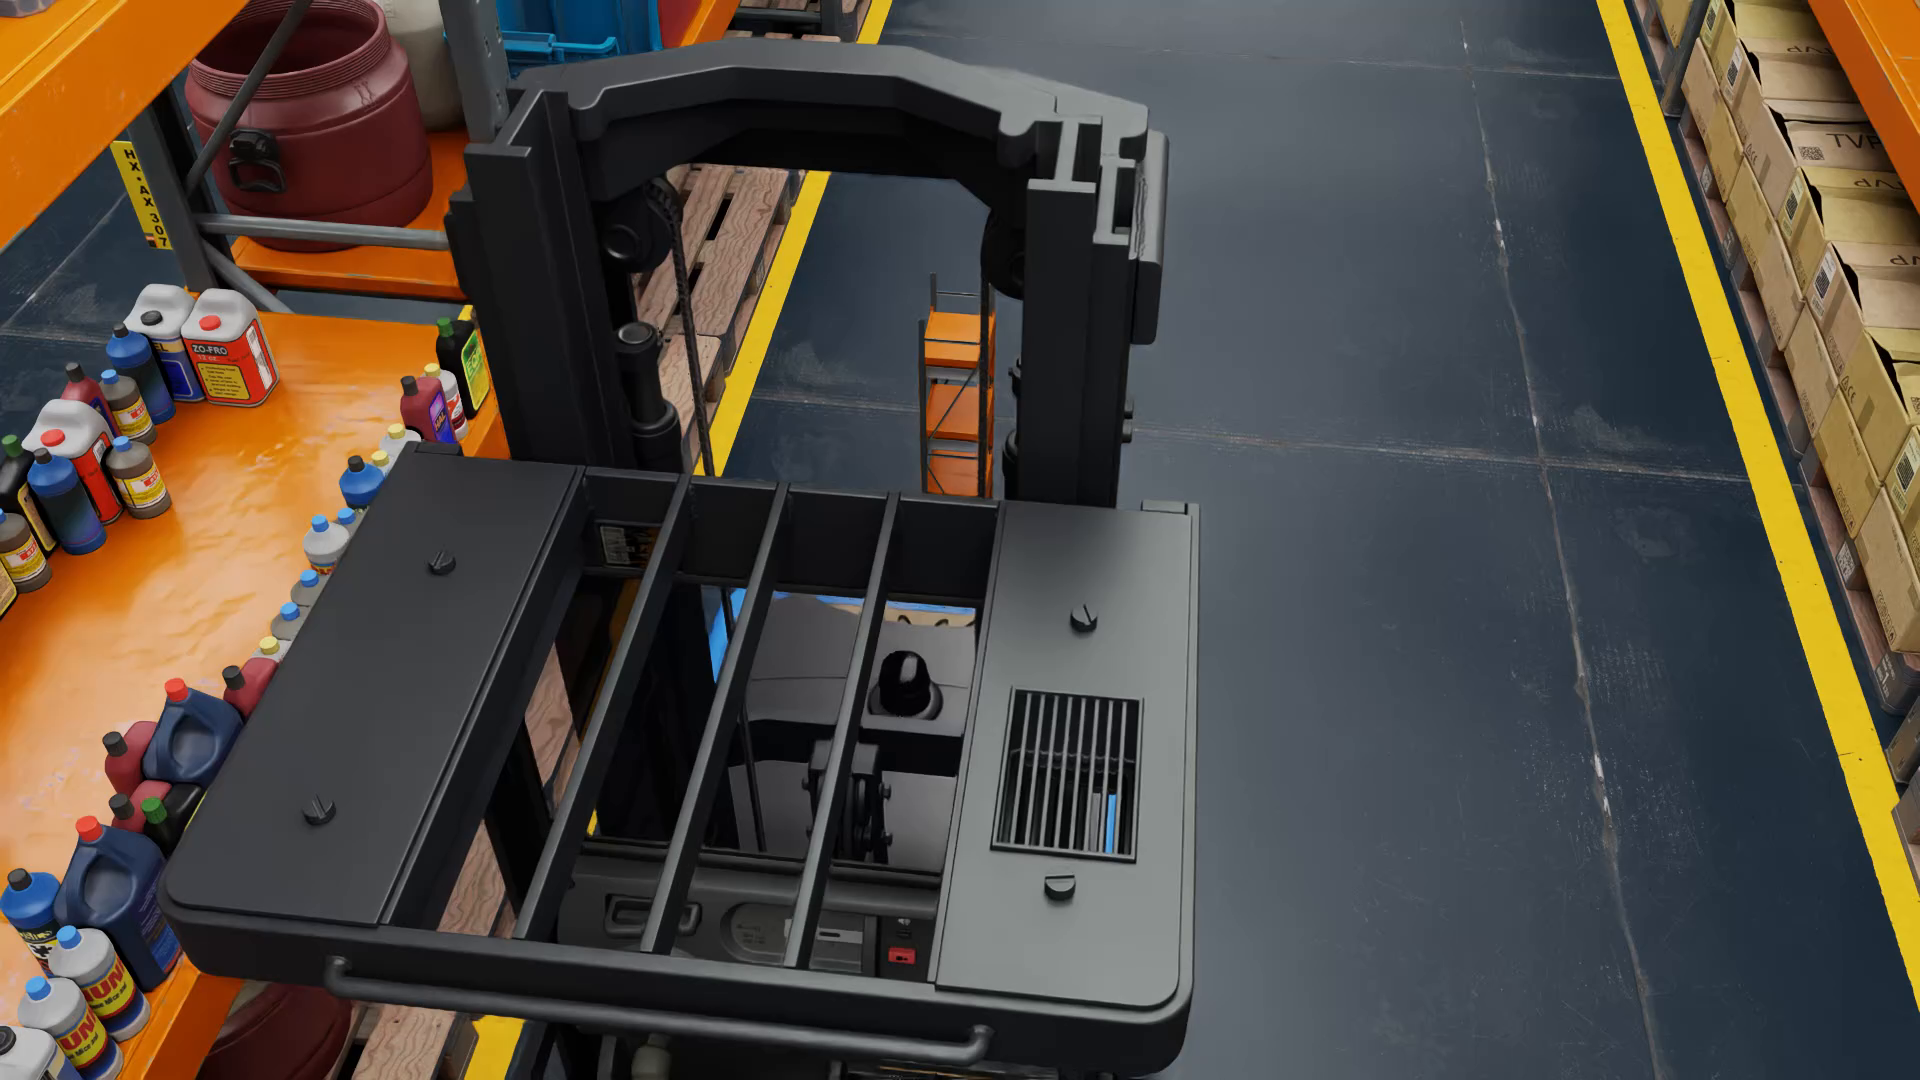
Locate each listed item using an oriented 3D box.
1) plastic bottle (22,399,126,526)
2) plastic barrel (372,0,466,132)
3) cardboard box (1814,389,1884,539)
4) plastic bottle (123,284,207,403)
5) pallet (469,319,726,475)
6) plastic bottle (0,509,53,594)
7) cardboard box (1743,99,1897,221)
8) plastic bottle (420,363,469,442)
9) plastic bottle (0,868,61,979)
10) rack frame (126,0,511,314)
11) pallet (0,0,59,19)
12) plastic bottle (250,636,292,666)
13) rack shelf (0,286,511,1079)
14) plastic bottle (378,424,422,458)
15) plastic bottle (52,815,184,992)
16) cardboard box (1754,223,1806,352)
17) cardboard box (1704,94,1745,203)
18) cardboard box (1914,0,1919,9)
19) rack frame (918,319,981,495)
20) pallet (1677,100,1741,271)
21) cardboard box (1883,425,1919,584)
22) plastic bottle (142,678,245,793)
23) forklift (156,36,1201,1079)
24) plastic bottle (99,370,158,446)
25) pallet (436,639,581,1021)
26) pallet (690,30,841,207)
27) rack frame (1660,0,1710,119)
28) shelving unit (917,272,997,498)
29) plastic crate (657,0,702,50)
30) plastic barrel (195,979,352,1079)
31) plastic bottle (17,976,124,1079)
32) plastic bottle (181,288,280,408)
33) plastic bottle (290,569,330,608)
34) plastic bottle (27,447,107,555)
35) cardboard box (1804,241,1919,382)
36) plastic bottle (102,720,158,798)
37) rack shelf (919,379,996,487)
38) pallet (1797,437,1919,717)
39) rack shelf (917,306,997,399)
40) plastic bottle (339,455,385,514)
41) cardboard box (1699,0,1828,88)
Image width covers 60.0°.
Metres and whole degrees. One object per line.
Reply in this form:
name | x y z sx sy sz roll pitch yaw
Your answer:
plastic bottle | -2.048 -0.180 3.849 0.152 0.276 0.135 5 44 6
plastic barrel | -1.685 -1.567 5.142 0.421 0.512 0.421 0 43 0
cardboard box | 3.193 -0.240 5.516 0.500 0.250 0.500 5 44 5
plastic bottle | -1.986 -0.495 4.182 0.152 0.276 0.135 5 44 6
pallet | -1.468 -0.318 5.932 1.003 0.211 1.213 5 44 6
plastic bottle | -2.108 0.014 3.698 0.097 0.201 0.097 0 43 0
cardboard box | 3.389 -1.484 6.423 0.500 0.311 0.500 4 44 4
plastic bottle | -1.273 -0.342 4.074 0.097 0.201 0.097 0 43 0
plastic bottle | -1.620 0.675 2.950 0.097 0.271 0.097 0 43 0
rack frame | -1.609 -0.806 4.420 1.000 3.000 0.127 5 44 6
pallet | -1.807 -1.314 2.912 1.003 0.211 1.213 5 44 6
plastic bottle | -1.393 0.279 3.418 0.097 0.201 0.097 0 43 0
rack shelf | -1.873 0.818 3.227 1.077 0.370 4.000 5 44 6
plastic bottle | -1.303 -0.185 3.908 0.097 0.201 0.097 0 43 0
plastic bottle | -1.495 0.627 2.942 0.144 0.351 0.185 5 44 6
cardboard box | 3.328 -0.933 6.248 0.500 0.250 0.500 6 44 6
cardboard box | 3.462 -1.633 6.987 0.500 0.250 0.500 6 44 7
cardboard box | 3.576 -1.893 5.495 0.500 0.500 0.500 5 44 6
rack frame | -0.023 -0.262 5.263 0.200 1.050 0.008 5 44 6
pallet | 3.771 -1.561 7.245 1.003 0.211 1.213 5 44 6
cardboard box | 3.126 -0.090 4.950 0.500 0.311 0.500 6 44 7
plastic bottle | -1.453 0.410 3.171 0.144 0.351 0.185 5 44 6
forklift | -0.257 0.862 2.708 1.130 2.935 3.031 5 44 5
plastic bottle | -2.042 -0.325 4.057 0.097 0.201 0.097 0 43 0
pallet | -1.672 0.748 4.807 1.003 0.211 1.213 5 44 6
pallet | -1.145 -1.981 7.688 1.003 0.211 1.213 5 44 6
rack frame | 3.829 -3.079 6.820 1.000 3.000 0.127 5 44 6
shelving unit | -0.007 -0.345 5.351 0.215 1.050 0.252 5 44 6
plastic crate | -1.092 -1.903 5.531 0.402 0.464 0.583 5 44 6
plastic barrel | -1.806 1.022 3.938 0.600 0.588 0.708 5 44 6
plastic bottle | -1.503 0.820 2.796 0.097 0.271 0.097 0 43 0
plastic bottle | -1.836 -0.482 4.167 0.152 0.276 0.135 5 44 6
plastic bottle | -1.368 0.147 3.558 0.097 0.201 0.097 0 43 0
plastic bottle | -2.030 -0.096 3.764 0.097 0.271 0.097 0 43 0
cardboard box | 3.257 -0.789 5.688 0.500 0.311 0.500 5 44 5
plastic bottle | -1.558 0.443 3.186 0.061 0.283 0.133 5 44 6
rack shelf | -0.007 -0.337 5.358 0.215 0.259 0.240 5 44 6
pallet | 3.448 0.102 5.489 1.003 0.211 1.213 5 44 6
rack shelf | -0.007 -0.543 5.163 0.215 0.259 0.240 5 44 6
plastic bottle | -1.329 -0.078 3.744 0.097 0.271 0.097 0 43 0
cardboard box | 3.528 -2.178 7.155 0.500 0.311 0.500 5 44 6
